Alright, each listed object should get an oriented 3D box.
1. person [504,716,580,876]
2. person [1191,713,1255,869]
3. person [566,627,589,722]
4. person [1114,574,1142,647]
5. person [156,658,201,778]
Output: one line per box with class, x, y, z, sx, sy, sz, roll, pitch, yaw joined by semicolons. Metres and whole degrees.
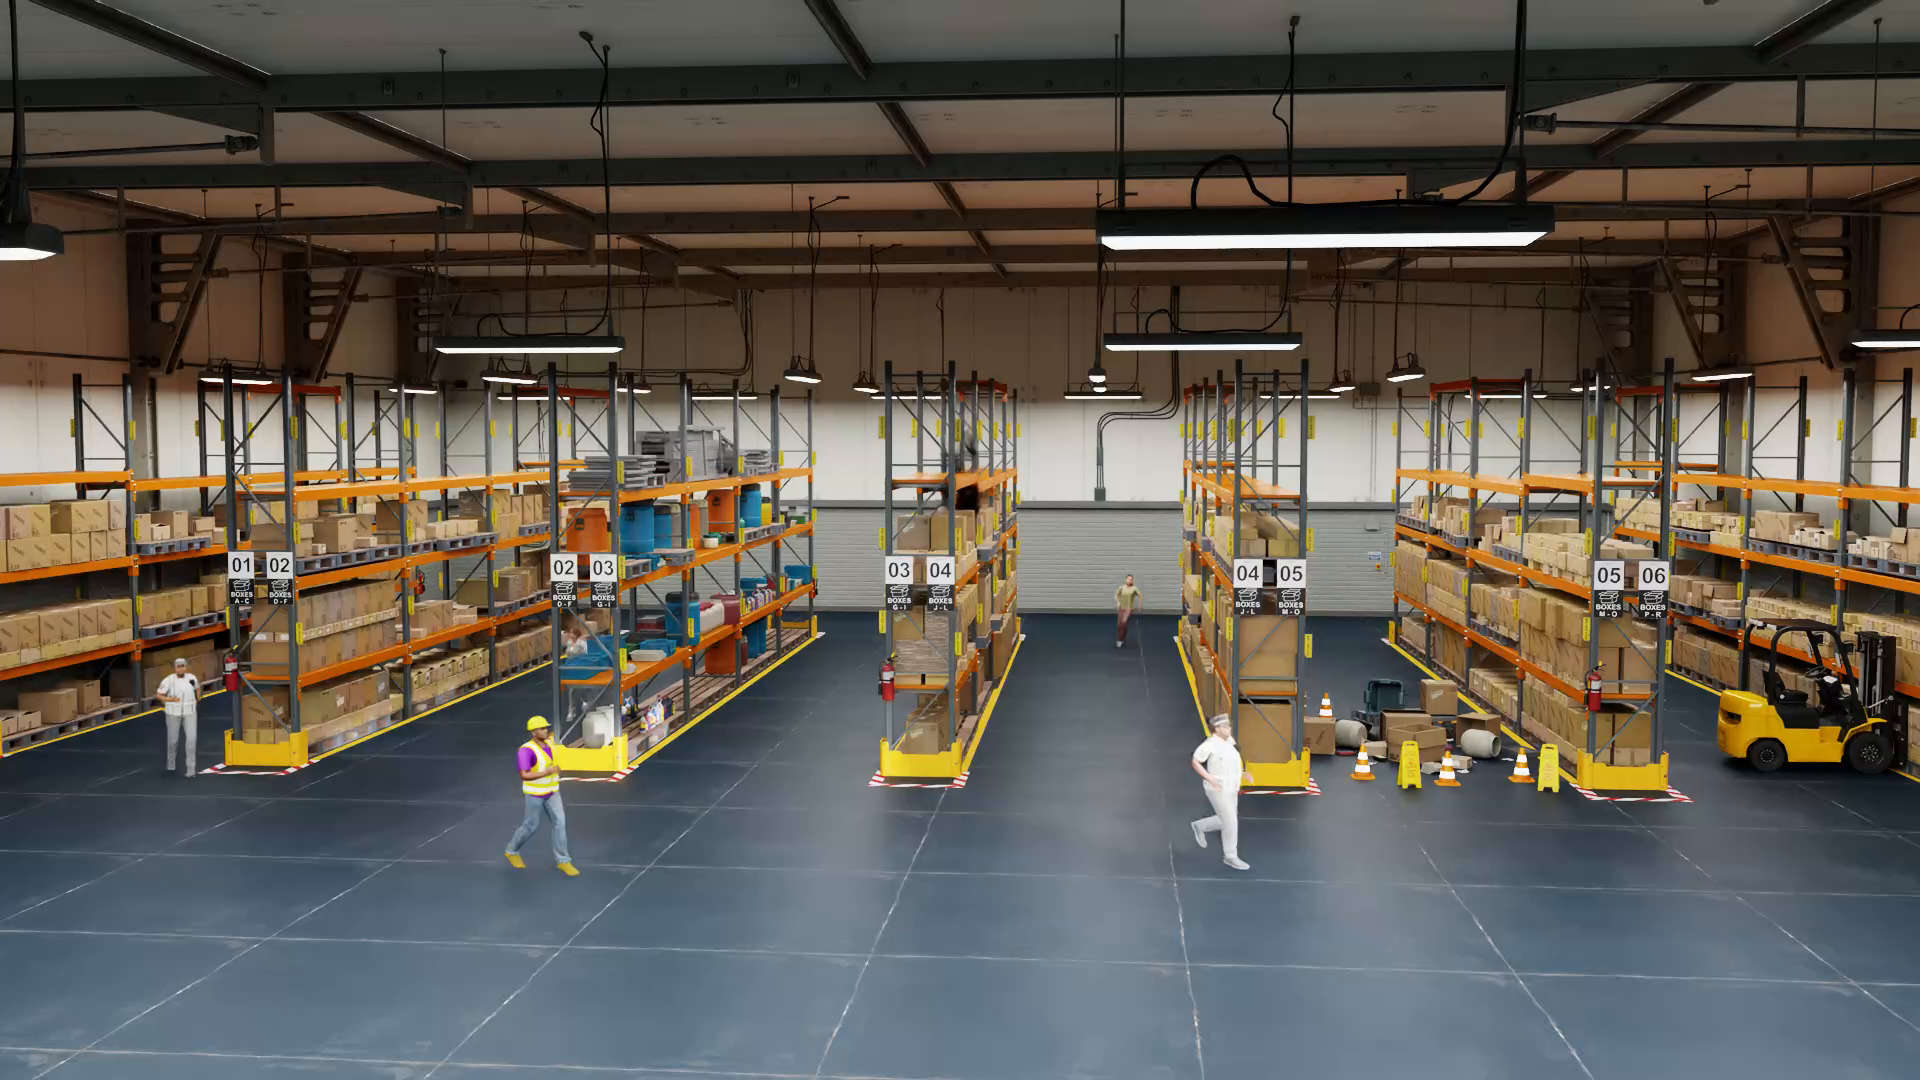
person;-4.714;2.862;18.706;0.944;1.776;0.691;2;4;28
person;3.002;2.874;19.234;0.819;1.776;0.663;3;5;41
person;-6.644;2.303;28.951;0.526;1.606;0.815;1;4;13
person;3.877;1.640;38.675;0.626;1.684;0.634;2;4;24
person;-11.377;2.572;24.241;0.595;1.705;0.816;-2;4;-31
